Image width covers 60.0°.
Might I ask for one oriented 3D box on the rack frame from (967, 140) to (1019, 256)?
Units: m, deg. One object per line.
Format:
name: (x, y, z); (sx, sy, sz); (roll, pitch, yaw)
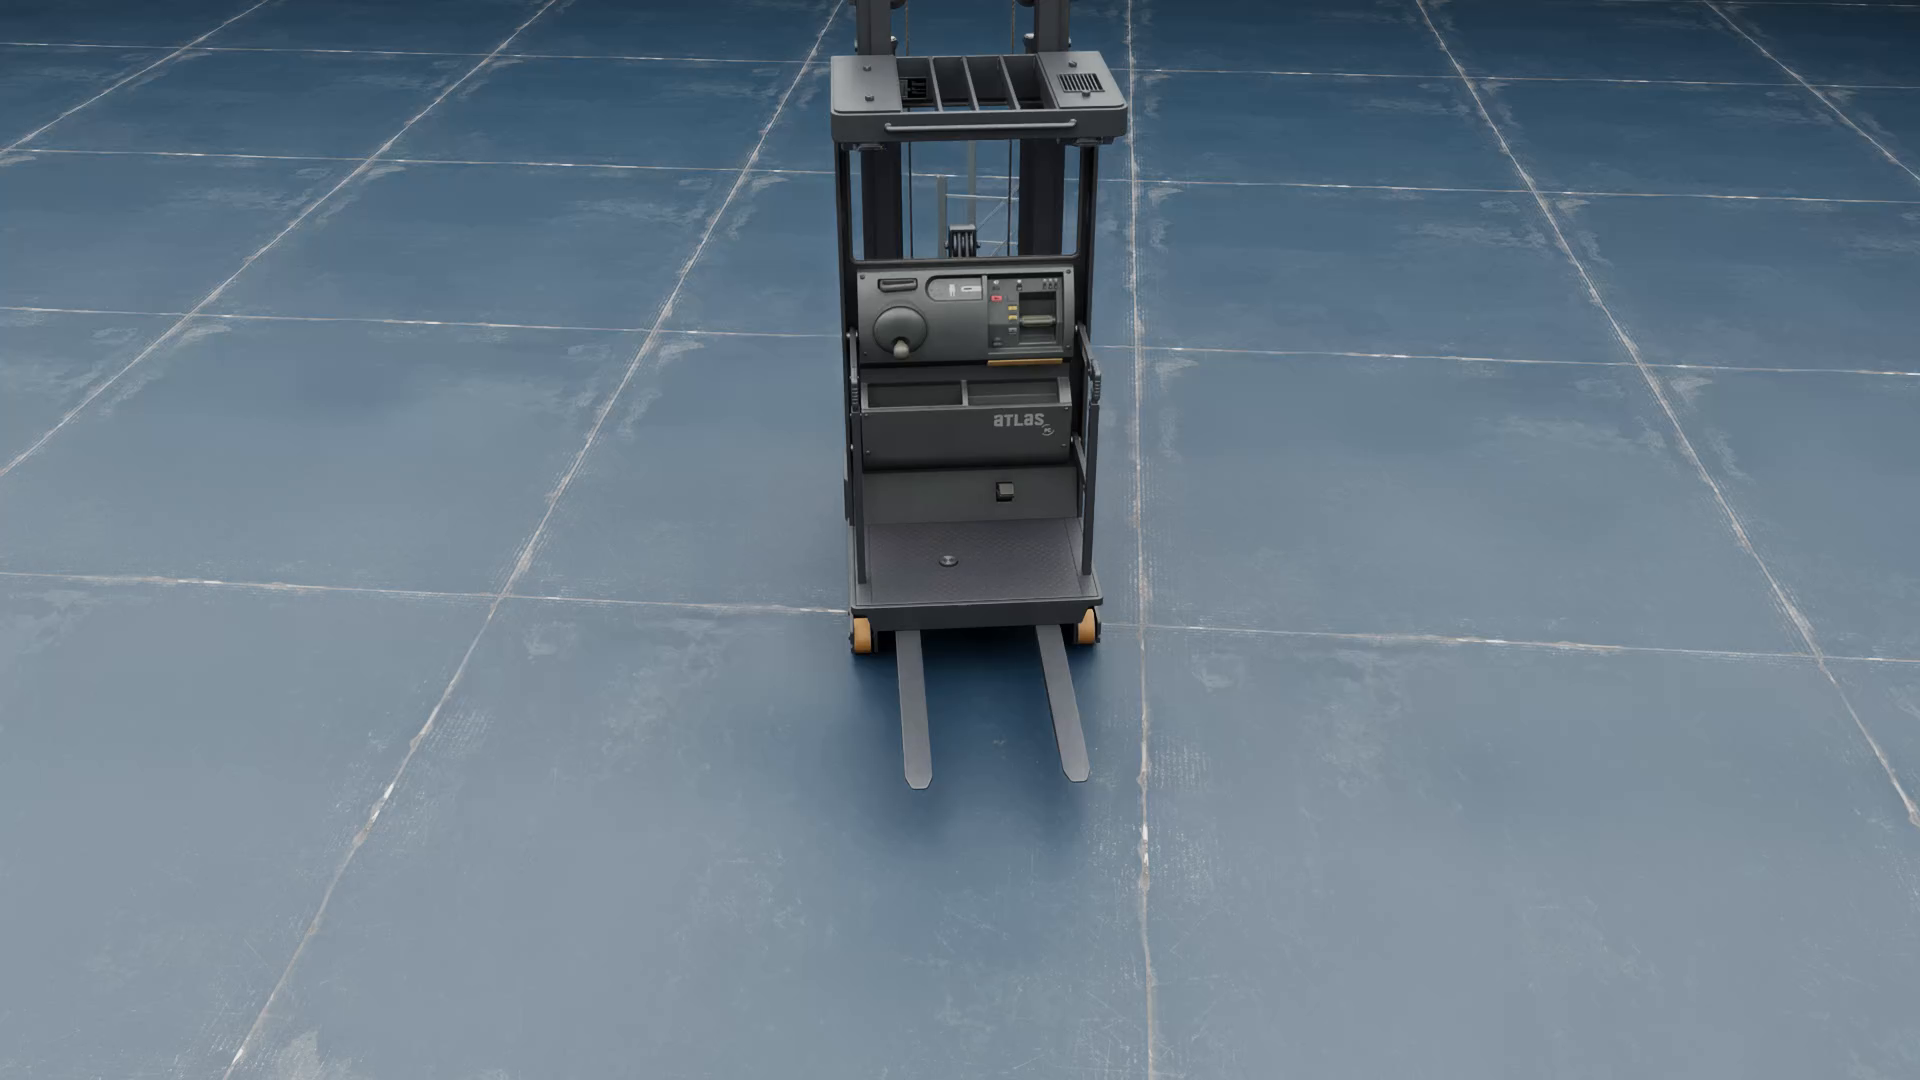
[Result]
rack frame: (0.291, -1.704, 9.585); (0.500, 1.500, 0.032); (5, 32, 8)

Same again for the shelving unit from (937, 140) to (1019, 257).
shelving unit: (0.211, -1.436, 9.150); (0.587, 1.500, 1.083); (5, 32, 8)

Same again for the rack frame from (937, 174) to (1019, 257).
rack frame: (0.134, -1.177, 8.730); (0.500, 1.500, 0.032); (5, 32, 8)

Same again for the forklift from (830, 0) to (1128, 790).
forklift: (0.044, -0.920, 6.949); (1.130, 2.935, 3.031); (-2, 32, -3)
